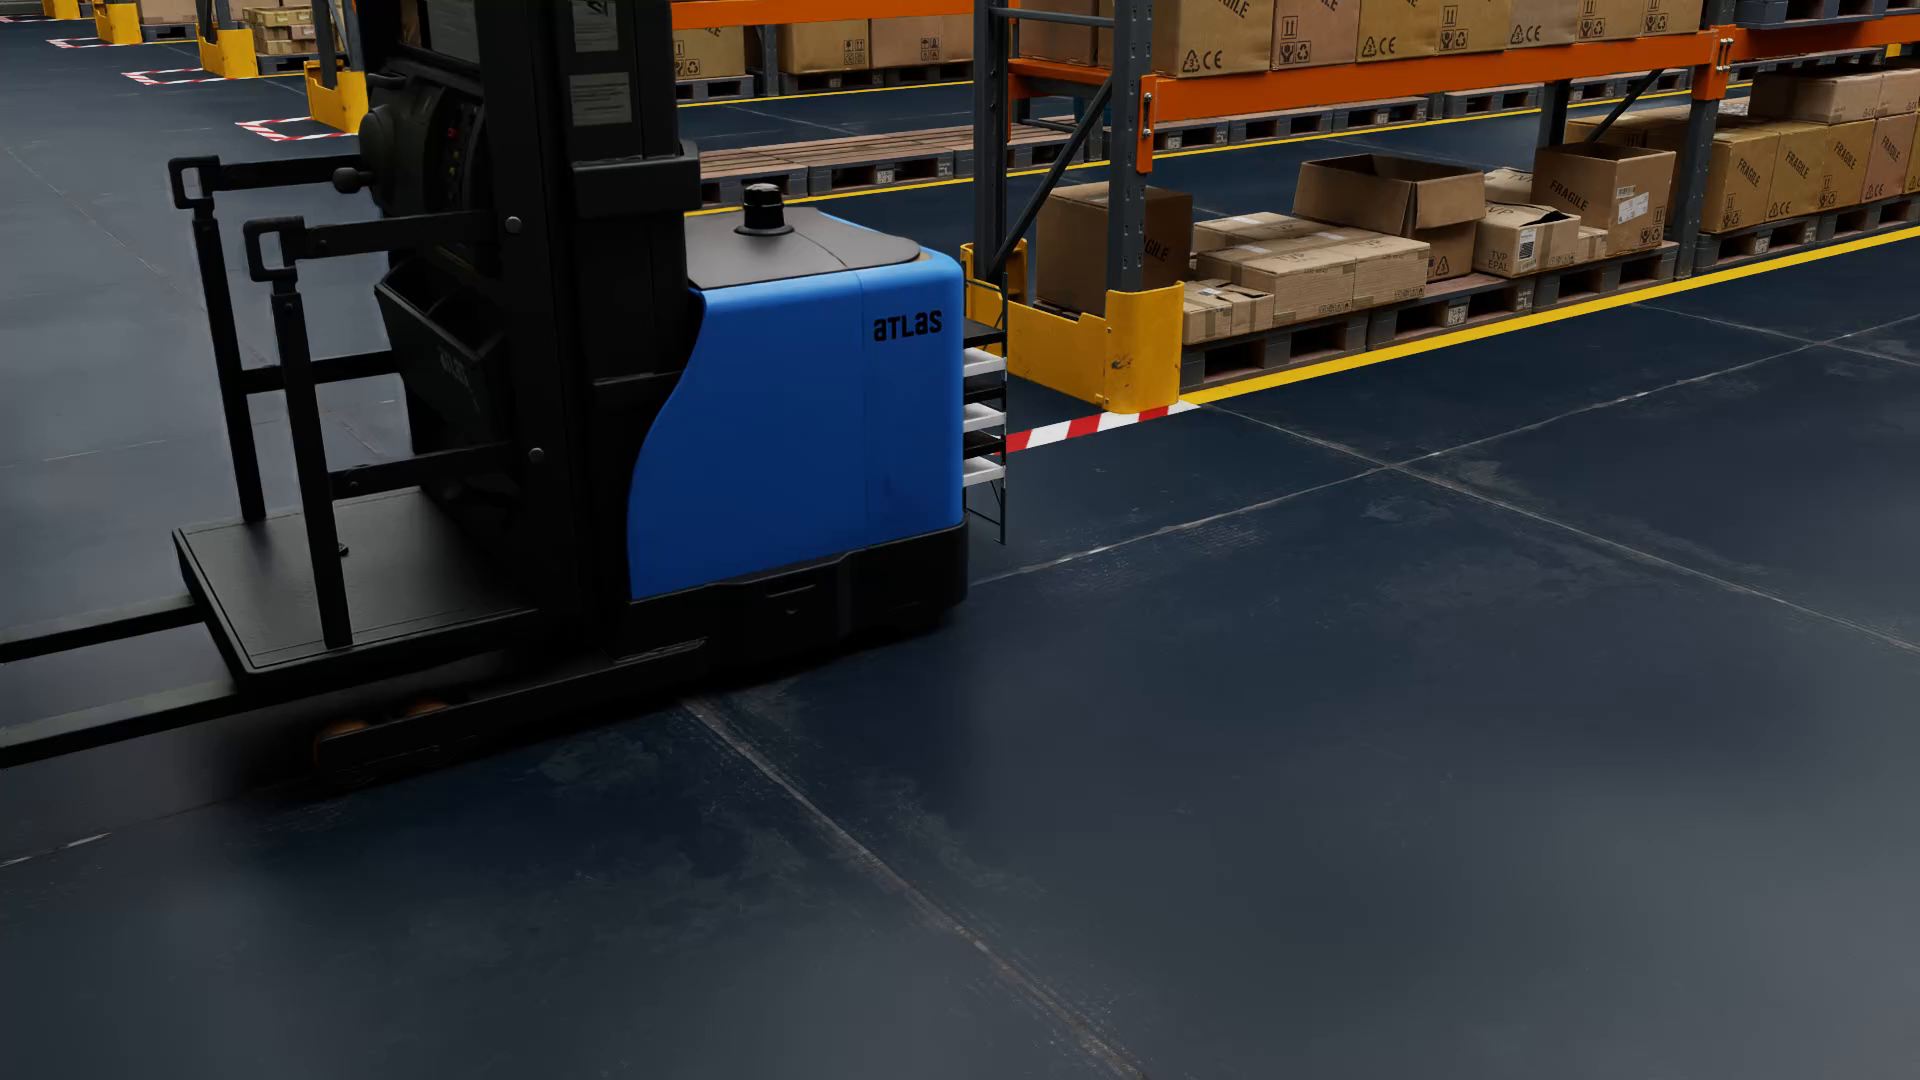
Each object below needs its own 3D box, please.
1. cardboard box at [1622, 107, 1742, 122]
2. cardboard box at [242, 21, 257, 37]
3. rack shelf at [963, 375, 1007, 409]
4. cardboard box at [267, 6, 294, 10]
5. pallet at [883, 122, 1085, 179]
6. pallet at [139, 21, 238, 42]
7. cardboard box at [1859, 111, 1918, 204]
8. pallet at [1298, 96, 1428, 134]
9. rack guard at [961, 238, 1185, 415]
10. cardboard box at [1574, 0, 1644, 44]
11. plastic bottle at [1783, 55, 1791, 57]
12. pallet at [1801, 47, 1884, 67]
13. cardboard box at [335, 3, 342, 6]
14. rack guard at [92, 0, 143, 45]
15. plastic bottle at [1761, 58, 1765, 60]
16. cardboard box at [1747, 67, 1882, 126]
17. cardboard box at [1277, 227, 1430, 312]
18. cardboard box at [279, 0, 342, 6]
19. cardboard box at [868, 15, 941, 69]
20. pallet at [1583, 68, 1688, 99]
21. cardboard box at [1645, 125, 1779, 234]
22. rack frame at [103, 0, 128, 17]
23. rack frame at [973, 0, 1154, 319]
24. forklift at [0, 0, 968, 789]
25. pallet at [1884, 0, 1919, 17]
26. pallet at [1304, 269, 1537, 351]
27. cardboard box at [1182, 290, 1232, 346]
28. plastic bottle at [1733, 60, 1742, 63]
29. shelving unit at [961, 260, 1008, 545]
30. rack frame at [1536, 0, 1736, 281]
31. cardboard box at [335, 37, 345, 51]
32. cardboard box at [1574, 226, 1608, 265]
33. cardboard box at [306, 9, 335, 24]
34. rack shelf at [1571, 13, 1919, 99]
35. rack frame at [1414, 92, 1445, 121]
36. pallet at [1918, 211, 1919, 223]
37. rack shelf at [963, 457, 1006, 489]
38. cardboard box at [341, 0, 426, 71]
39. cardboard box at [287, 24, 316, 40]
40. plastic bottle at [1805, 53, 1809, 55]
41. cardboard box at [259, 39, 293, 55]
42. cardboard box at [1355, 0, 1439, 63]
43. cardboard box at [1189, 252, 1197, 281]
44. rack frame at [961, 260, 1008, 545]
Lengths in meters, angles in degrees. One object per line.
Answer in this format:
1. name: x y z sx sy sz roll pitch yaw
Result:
1. cardboard box: 4.282 -2.297 9.980 0.500 0.500 0.500 -15 26 -33
2. cardboard box: -7.940 -5.795 18.844 0.250 0.149 0.380 -16 27 -34
3. rack shelf: -0.007 -0.469 5.298 0.200 0.077 0.258 -15 26 -33
4. cardboard box: -7.682 -5.961 18.859 0.250 0.149 0.380 -14 26 -32
5. pallet: 0.179 -2.982 12.678 1.213 0.211 1.003 -15 26 -33
6. pallet: -10.571 -6.955 22.634 1.213 0.211 1.003 -15 26 -33
7. cardboard box: 5.425 -2.365 10.150 0.500 0.500 0.500 -16 27 -35
8. pallet: 3.384 -3.835 14.816 1.213 0.211 1.003 -15 26 -33
9. rack guard: 0.458 -0.946 7.187 0.348 0.500 1.175 -15 26 -33
10. cardboard box: 2.969 -2.706 8.089 0.500 0.500 0.500 -14 26 -31
11. plastic bottle: 8.926 -5.379 18.003 0.135 0.276 0.152 -16 27 -34
12. pallet: 9.797 -5.545 19.101 1.213 0.211 1.003 -15 26 -33
13. cardboard box: -7.113 -6.167 19.376 0.250 0.149 0.380 -14 26 -31
14. rack guard: -11.194 -6.887 22.075 0.348 0.500 1.175 -15 26 -33
15. plastic bottle: 8.541 -5.229 17.729 0.097 0.201 0.097 0 22 0
16. cardboard box: 4.990 -2.596 9.716 0.500 0.250 0.500 -15 26 -33
17. cardboard box: 1.815 -1.267 7.734 0.500 0.250 0.500 -15 26 -33
18. cardboard box: -9.226 -7.627 23.446 0.875 0.438 0.875 -16 27 -34
19. cardboard box: -0.907 -5.484 17.487 0.875 0.875 1.225 -16 27 -35
20. pallet: 6.632 -4.702 16.990 1.213 0.211 1.003 -15 26 -33
21. cardboard box: 4.178 -2.031 9.313 0.500 0.500 0.500 -16 27 -35
22. rack frame: -11.174 -8.053 21.625 0.127 3.000 1.000 -15 26 -33
23. rack frame: 0.396 -2.091 6.683 0.127 3.000 1.000 -15 26 -33
24. forklift: -1.497 -0.988 4.011 3.031 2.935 1.130 -13 25 -30
25. pallet: 5.314 -3.311 9.999 1.213 0.211 1.003 -15 26 -33
26. pallet: 2.094 -1.247 8.332 1.213 0.211 1.003 -15 26 -33
27. cardboard box: 0.936 -0.958 7.097 0.250 0.149 0.380 -15 26 -33
28. plastic bottle: 8.144 -5.203 17.463 0.185 0.351 0.144 -14 26 -31
29. shelving unit: -0.007 -0.416 5.319 0.210 0.900 0.258 -15 26 -33
30. rack frame: 3.643 -2.957 8.852 0.127 3.000 1.000 -15 26 -33
31. cardboard box: -6.955 -5.633 18.841 0.250 0.149 0.380 -15 26 -32
32. cardboard box: 3.077 -1.529 8.528 0.250 0.149 0.380 -15 26 -33
33. cardboard box: -7.145 -5.856 18.596 0.250 0.149 0.380 -15 26 -33
34. rack shelf: 5.266 -3.055 10.071 4.000 0.370 1.077 -15 26 -33
35. rack frame: 4.000 -5.313 14.759 0.127 3.000 1.000 -15 26 -33
36. pallet: 6.262 -2.377 11.162 1.213 0.211 1.003 -15 26 -33
37. rack shelf: -0.007 -0.218 5.398 0.200 0.077 0.258 -15 26 -33
38. cardboard box: -4.914 -4.443 14.877 0.875 0.875 0.875 -15 26 -33
39. cardboard box: -7.371 -5.673 18.540 0.250 0.149 0.380 -15 26 -33
40. plastic bottle: 9.259 -5.420 18.208 0.097 0.201 0.097 0 22 0
41. cardboard box: -7.589 -5.474 18.441 0.250 0.149 0.380 -14 26 -32
42. cardboard box: 1.735 -2.375 7.260 0.500 0.500 0.500 -15 26 -33
43. cardboard box: 1.075 -1.232 7.759 0.250 0.166 0.380 -15 26 -33
44. rack frame: 0.076 -0.438 5.374 0.006 0.900 0.240 -15 26 -33
